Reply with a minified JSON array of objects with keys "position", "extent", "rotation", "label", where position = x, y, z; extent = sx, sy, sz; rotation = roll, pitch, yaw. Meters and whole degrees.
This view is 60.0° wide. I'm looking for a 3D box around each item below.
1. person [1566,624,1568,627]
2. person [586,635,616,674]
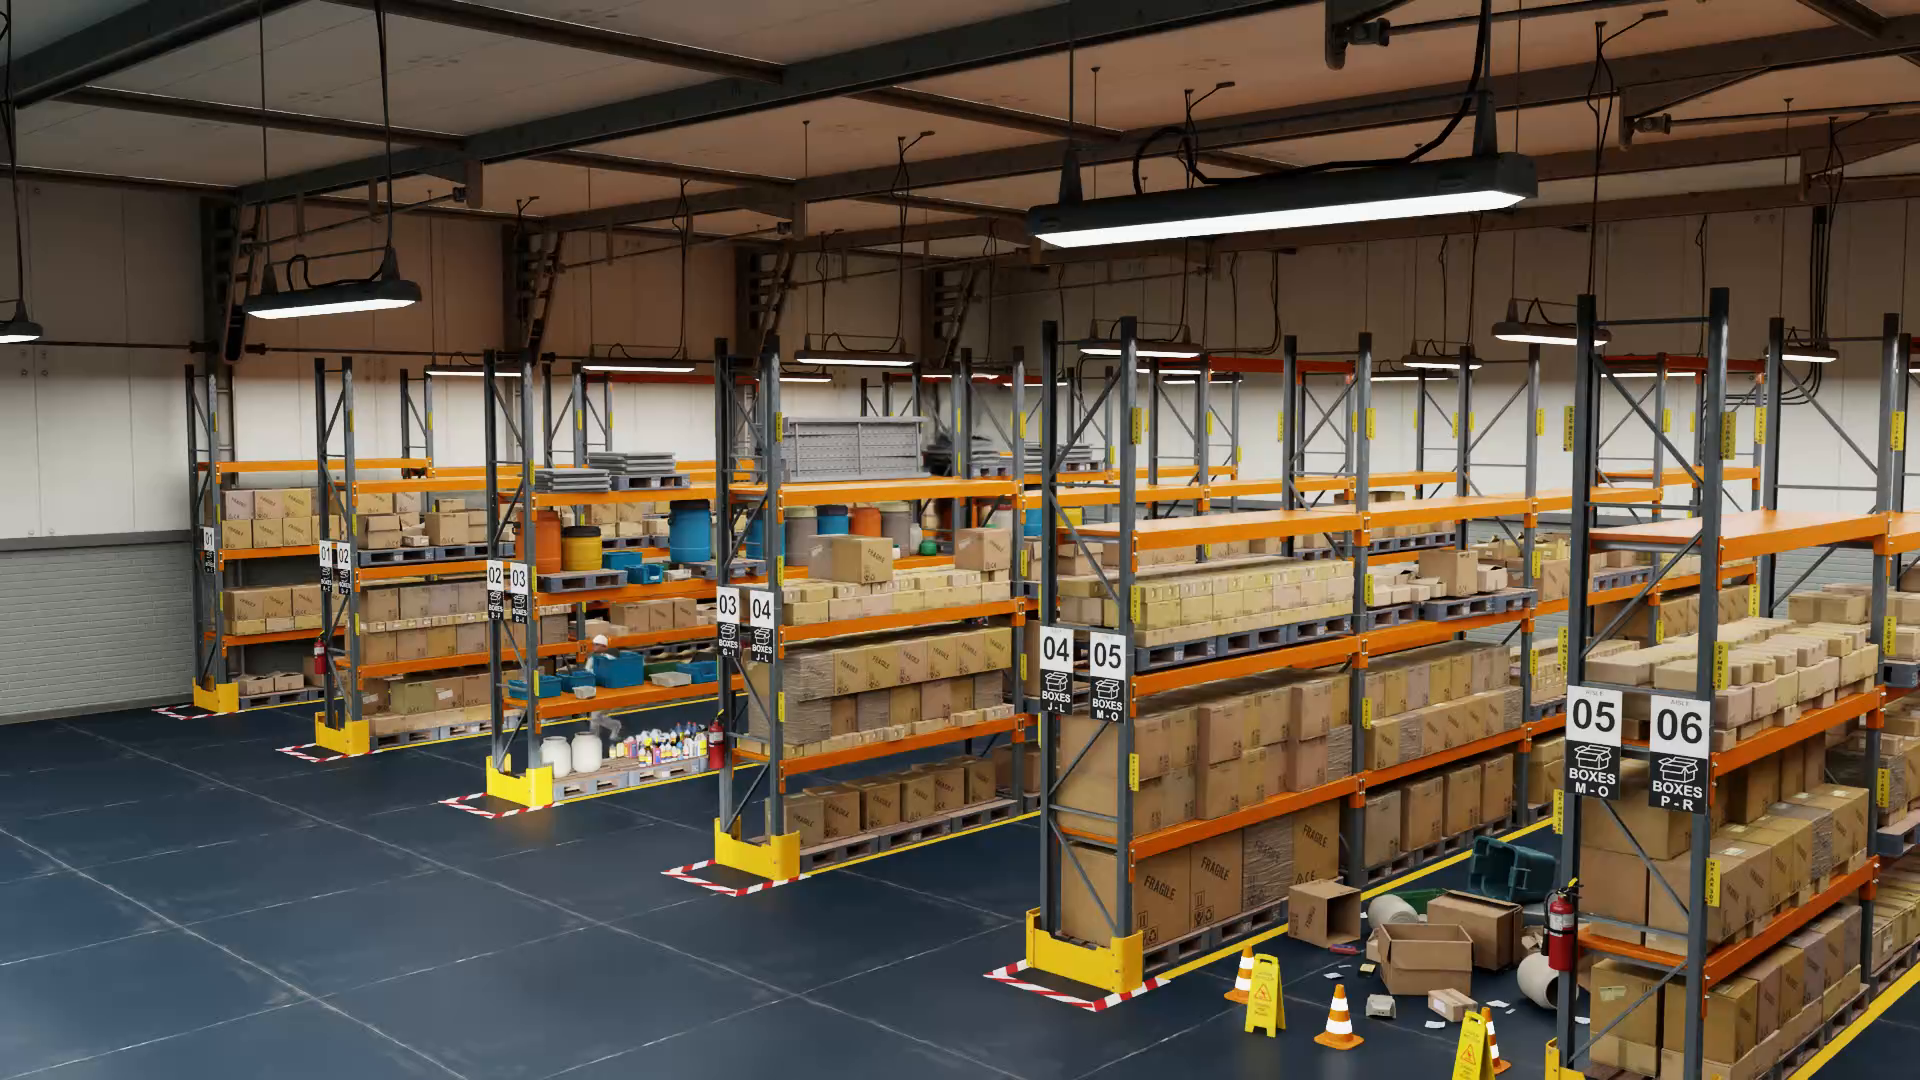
[{"position":[9.877,2.162,27.011],"extent":[0.775,1.689,0.550],"rotation":[-4,6,-41],"label":"person"},{"position":[-5.529,1.896,25.299],"extent":[0.661,0.885,0.605],"rotation":[3,5,35],"label":"person"}]
